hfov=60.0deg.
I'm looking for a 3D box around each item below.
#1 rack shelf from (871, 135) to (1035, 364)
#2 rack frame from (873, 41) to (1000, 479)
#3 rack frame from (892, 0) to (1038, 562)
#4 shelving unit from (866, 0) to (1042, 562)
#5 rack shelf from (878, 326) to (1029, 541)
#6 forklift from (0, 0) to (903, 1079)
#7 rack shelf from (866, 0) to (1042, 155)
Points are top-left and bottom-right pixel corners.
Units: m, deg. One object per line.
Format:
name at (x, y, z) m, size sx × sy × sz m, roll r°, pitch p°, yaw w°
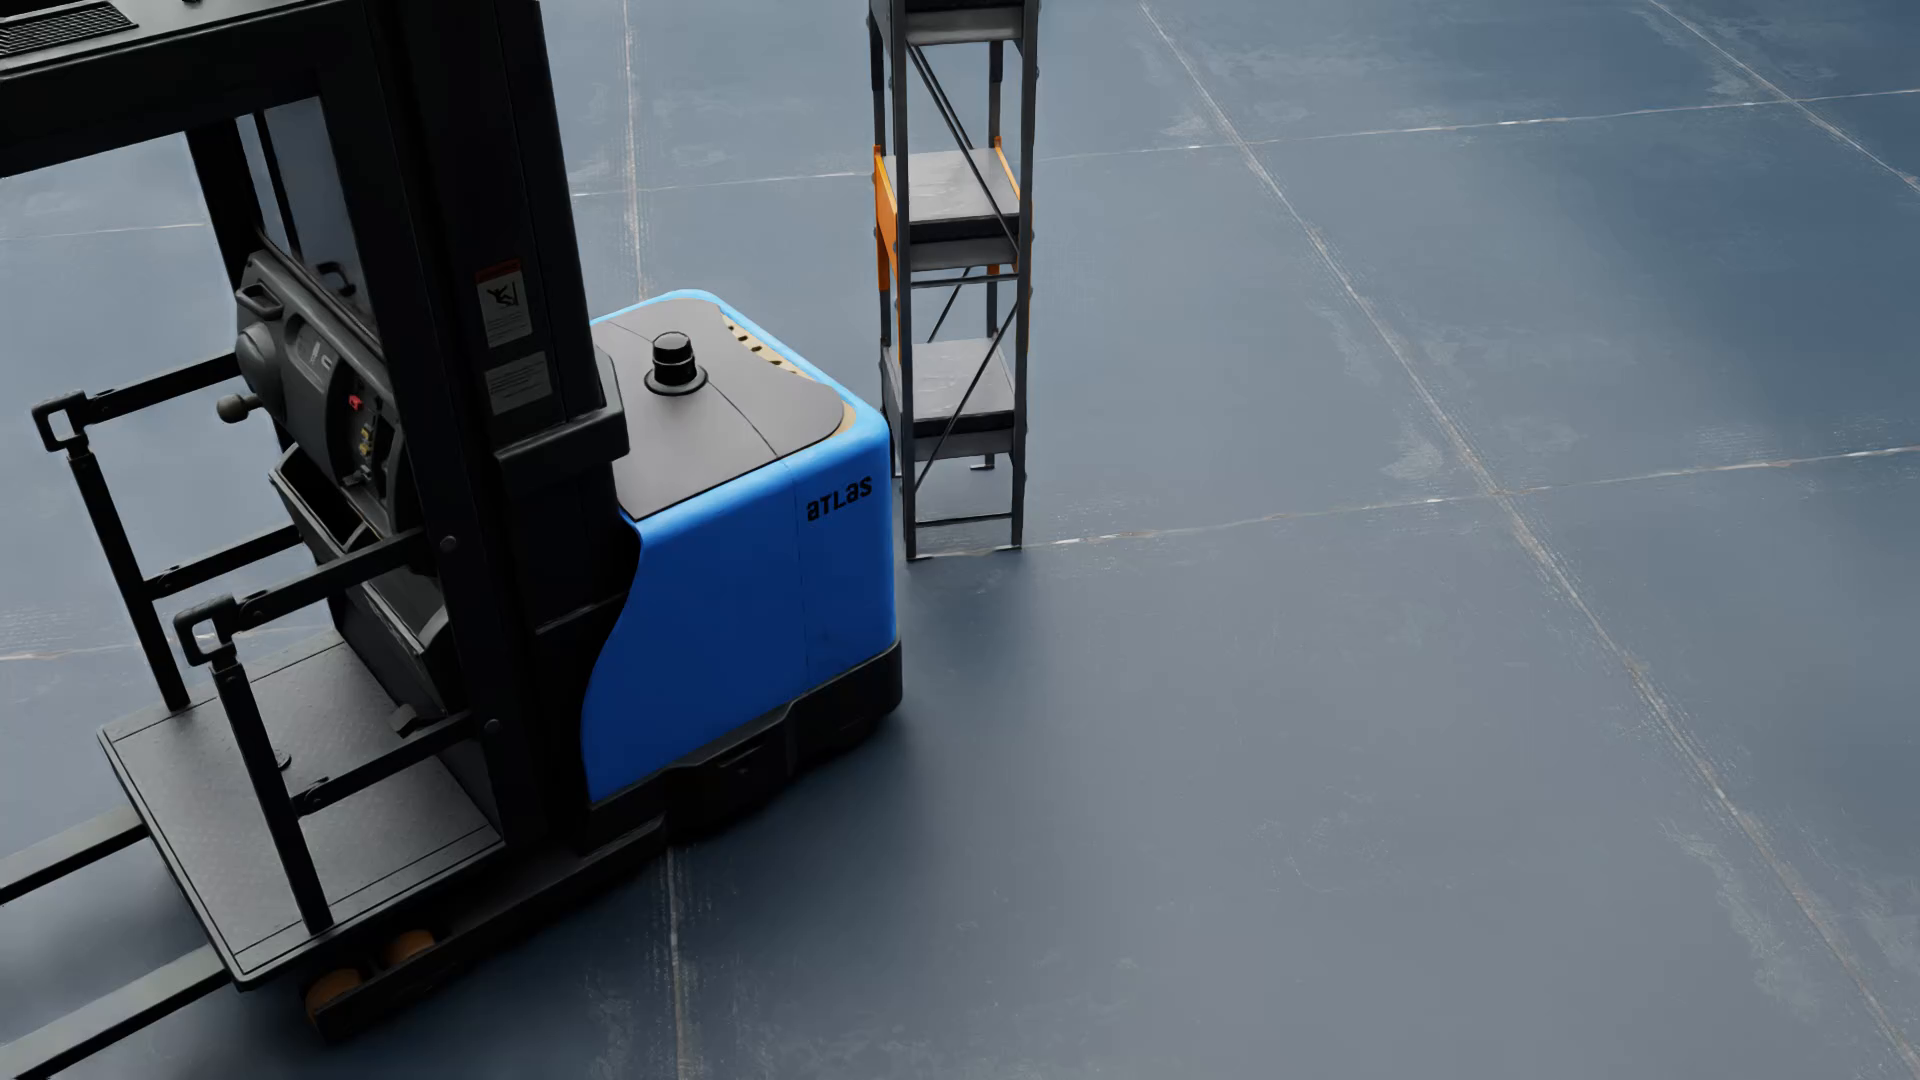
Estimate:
rack shelf at (-0.029, -0.918, 5.243) m, size 0.431 × 0.518 × 0.480 m, roll -6°, pitch 38°, yaw -8°
rack frame at (-0.072, -1.077, 5.424) m, size 0.400 × 2.100 × 0.015 m, roll -6°, pitch 38°, yaw -8°
rack frame at (0.014, -0.782, 5.045) m, size 0.400 × 2.100 × 0.015 m, roll -6°, pitch 38°, yaw -8°
shelving unit at (-0.029, -0.929, 5.235) m, size 0.431 × 2.100 × 0.503 m, roll -6°, pitch 38°, yaw -8°
rack shelf at (-0.029, -0.366, 5.672) m, size 0.431 × 0.518 × 0.480 m, roll -6°, pitch 38°, yaw -8°
forklift at (-1.636, -0.288, 3.732) m, size 3.031 × 2.935 × 1.130 m, roll -27°, pitch 45°, yaw -30°
rack shelf at (-0.029, -1.471, 4.813) m, size 0.431 × 0.518 × 0.480 m, roll -6°, pitch 38°, yaw -8°
